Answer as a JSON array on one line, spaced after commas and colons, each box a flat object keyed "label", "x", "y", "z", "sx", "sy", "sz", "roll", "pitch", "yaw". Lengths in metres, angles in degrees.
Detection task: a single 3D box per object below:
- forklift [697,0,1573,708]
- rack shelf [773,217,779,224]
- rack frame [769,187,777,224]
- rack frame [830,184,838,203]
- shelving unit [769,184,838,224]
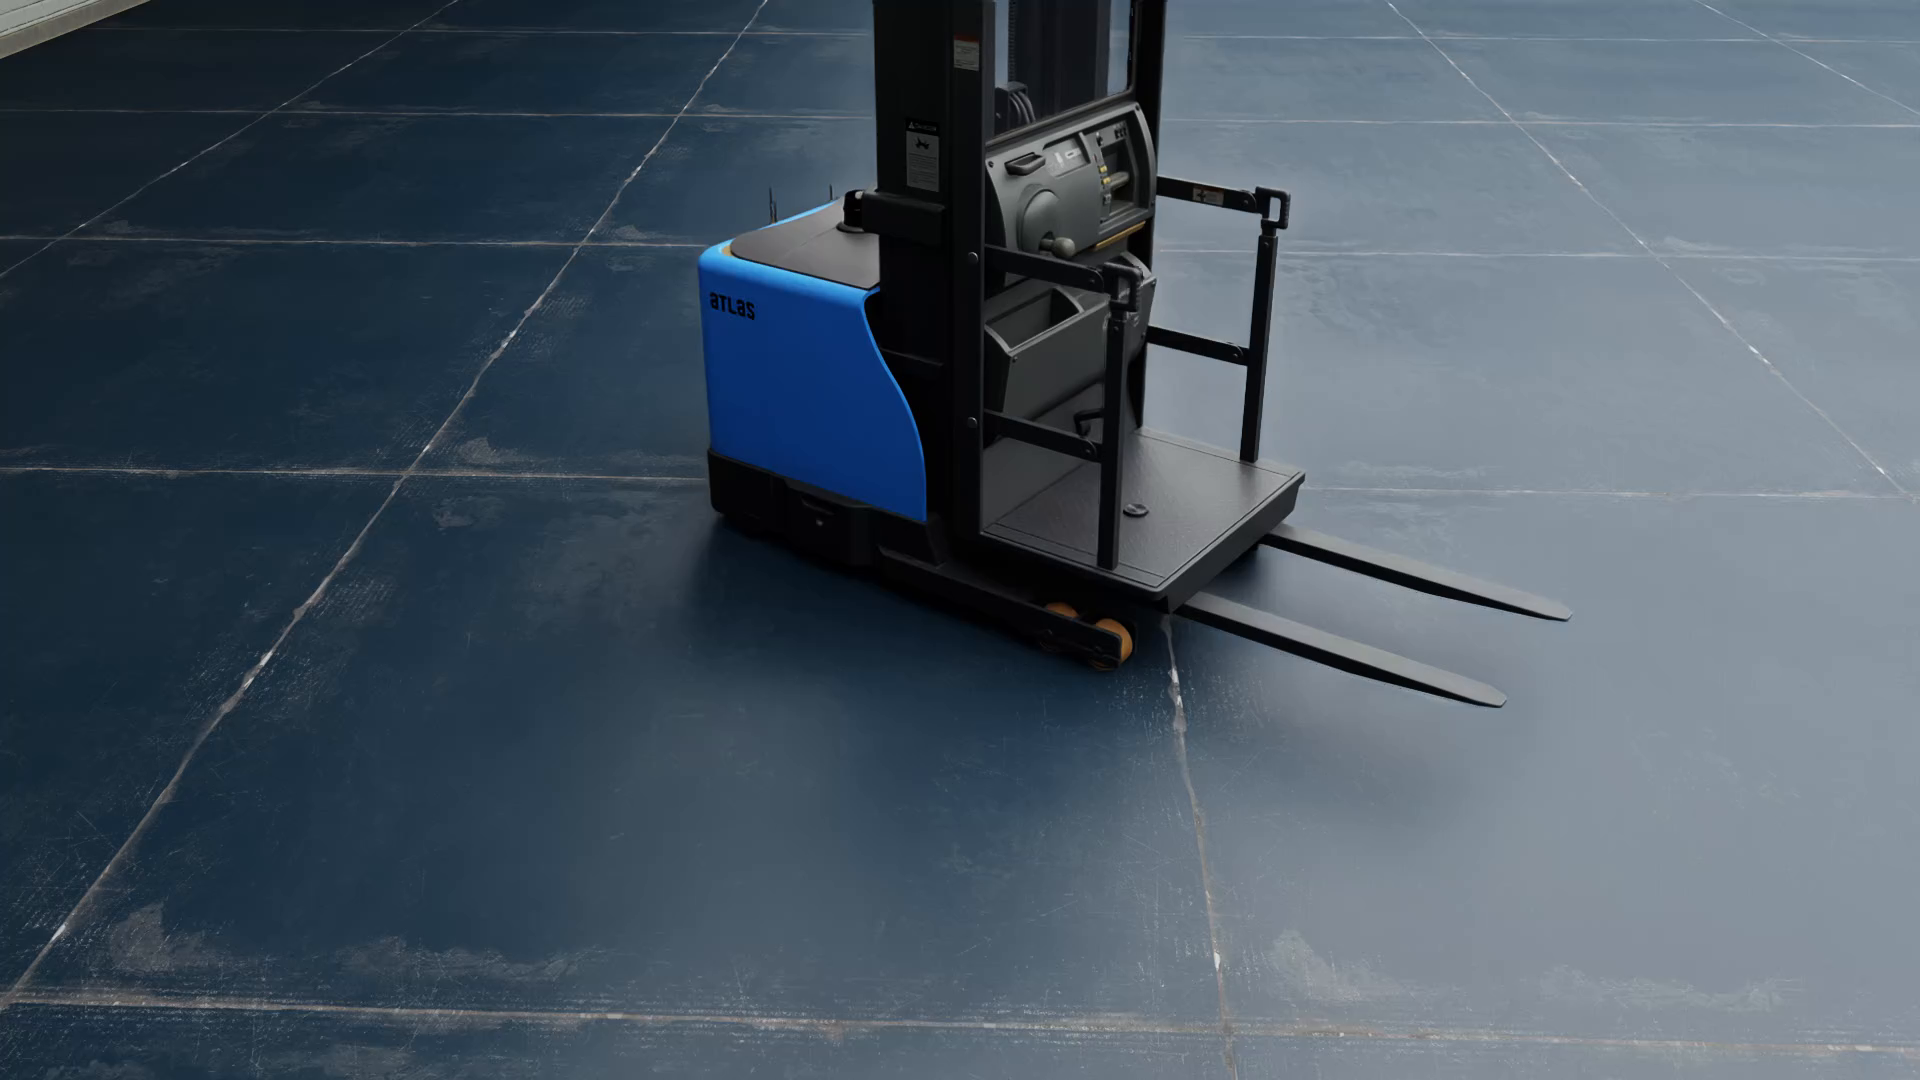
[{"label": "forklift", "x": 0.542, "y": -1.151, "z": 5.291, "sx": 3.031, "sy": 2.935, "sz": 1.130, "roll": 19, "pitch": 33, "yaw": 31}, {"label": "rack shelf", "x": -0.623, "y": -1.161, "z": 6.735, "sx": 0.240, "sy": 0.259, "sz": 0.215, "roll": -6, "pitch": 28, "yaw": -10}, {"label": "rack frame", "x": -0.743, "y": -0.908, "z": 6.841, "sx": 0.008, "sy": 1.050, "sz": 0.200, "roll": -6, "pitch": 28, "yaw": -10}, {"label": "rack frame", "x": -0.504, "y": -0.931, "z": 6.885, "sx": 0.008, "sy": 1.050, "sz": 0.200, "roll": -6, "pitch": 28, "yaw": -10}, {"label": "shelving unit", "x": -0.623, "y": -0.919, "z": 6.863, "sx": 0.252, "sy": 1.050, "sz": 0.215, "roll": -6, "pitch": 28, "yaw": -10}]
